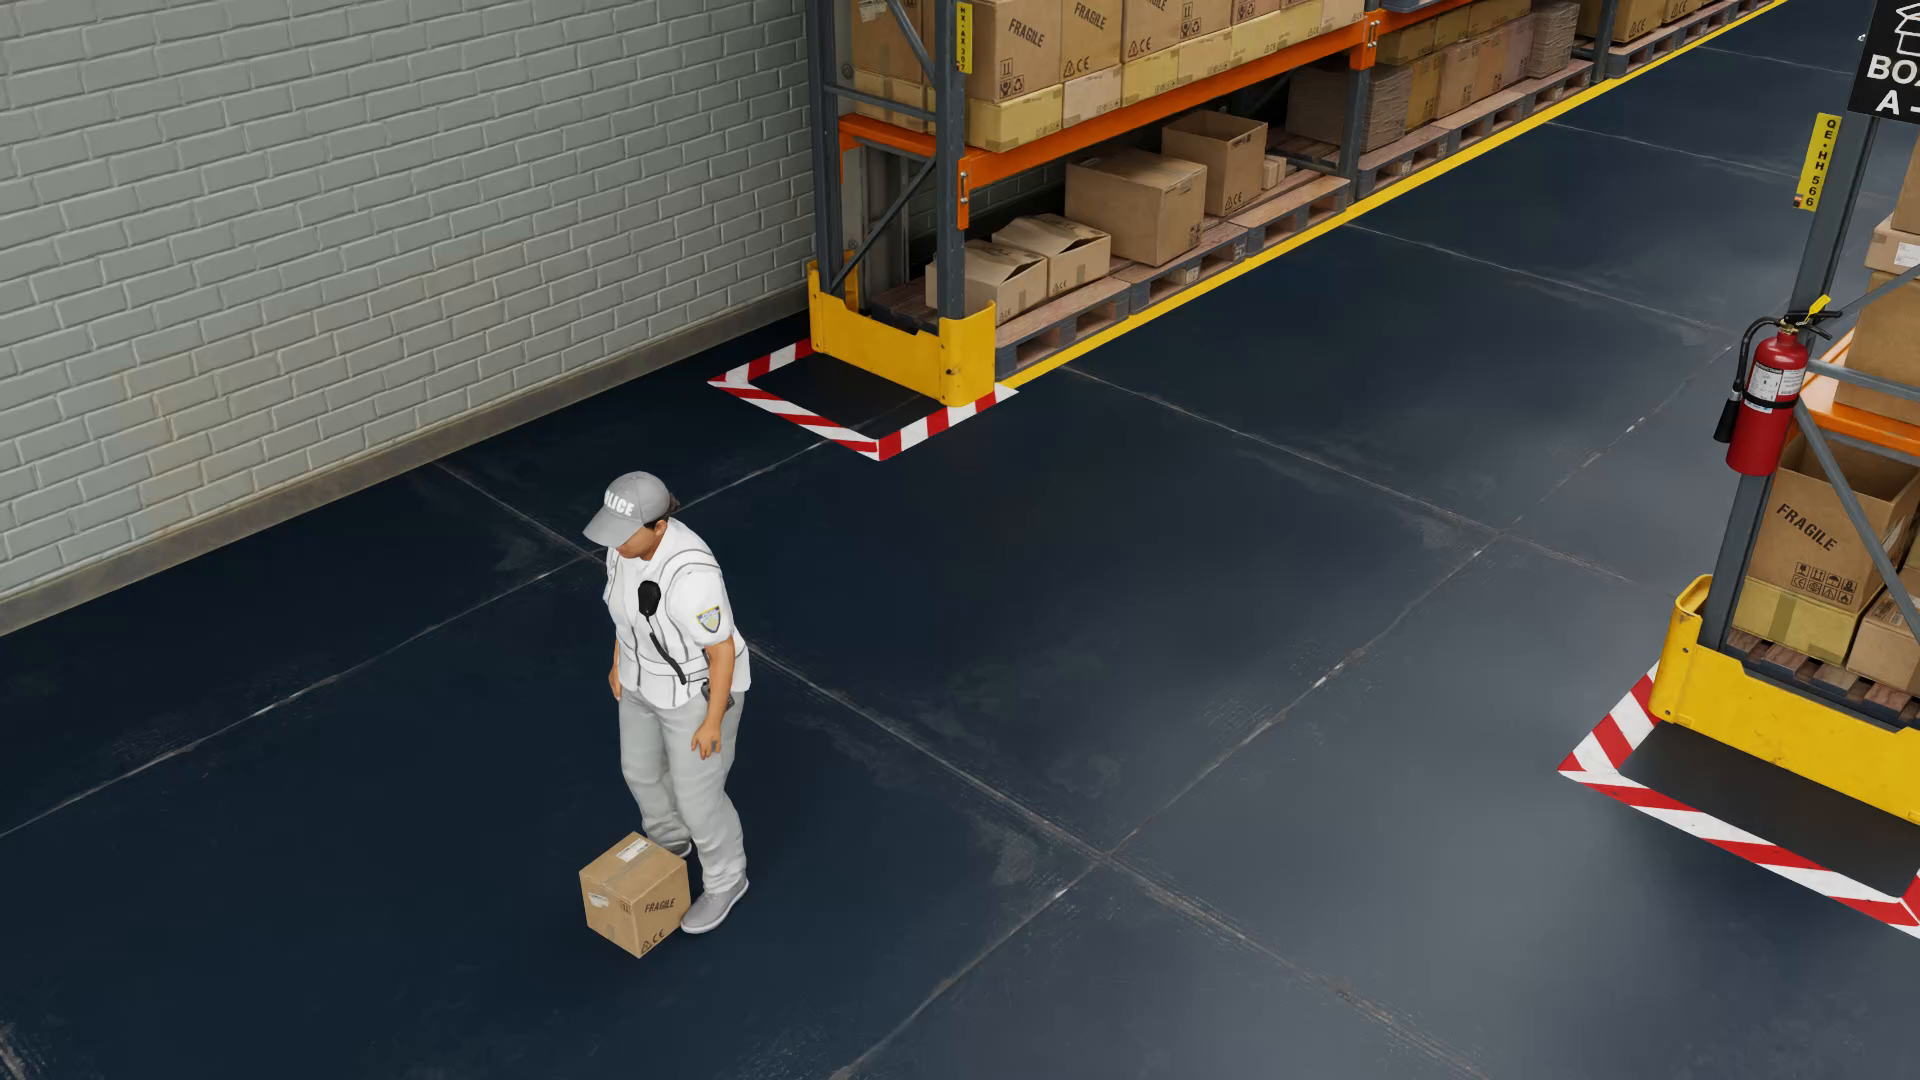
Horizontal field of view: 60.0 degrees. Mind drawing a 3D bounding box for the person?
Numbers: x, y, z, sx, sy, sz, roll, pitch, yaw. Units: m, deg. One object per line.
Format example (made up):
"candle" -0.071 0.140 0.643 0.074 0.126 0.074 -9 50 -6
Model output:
"person" -0.933 0.493 5.324 0.538 1.666 0.465 26 40 35
